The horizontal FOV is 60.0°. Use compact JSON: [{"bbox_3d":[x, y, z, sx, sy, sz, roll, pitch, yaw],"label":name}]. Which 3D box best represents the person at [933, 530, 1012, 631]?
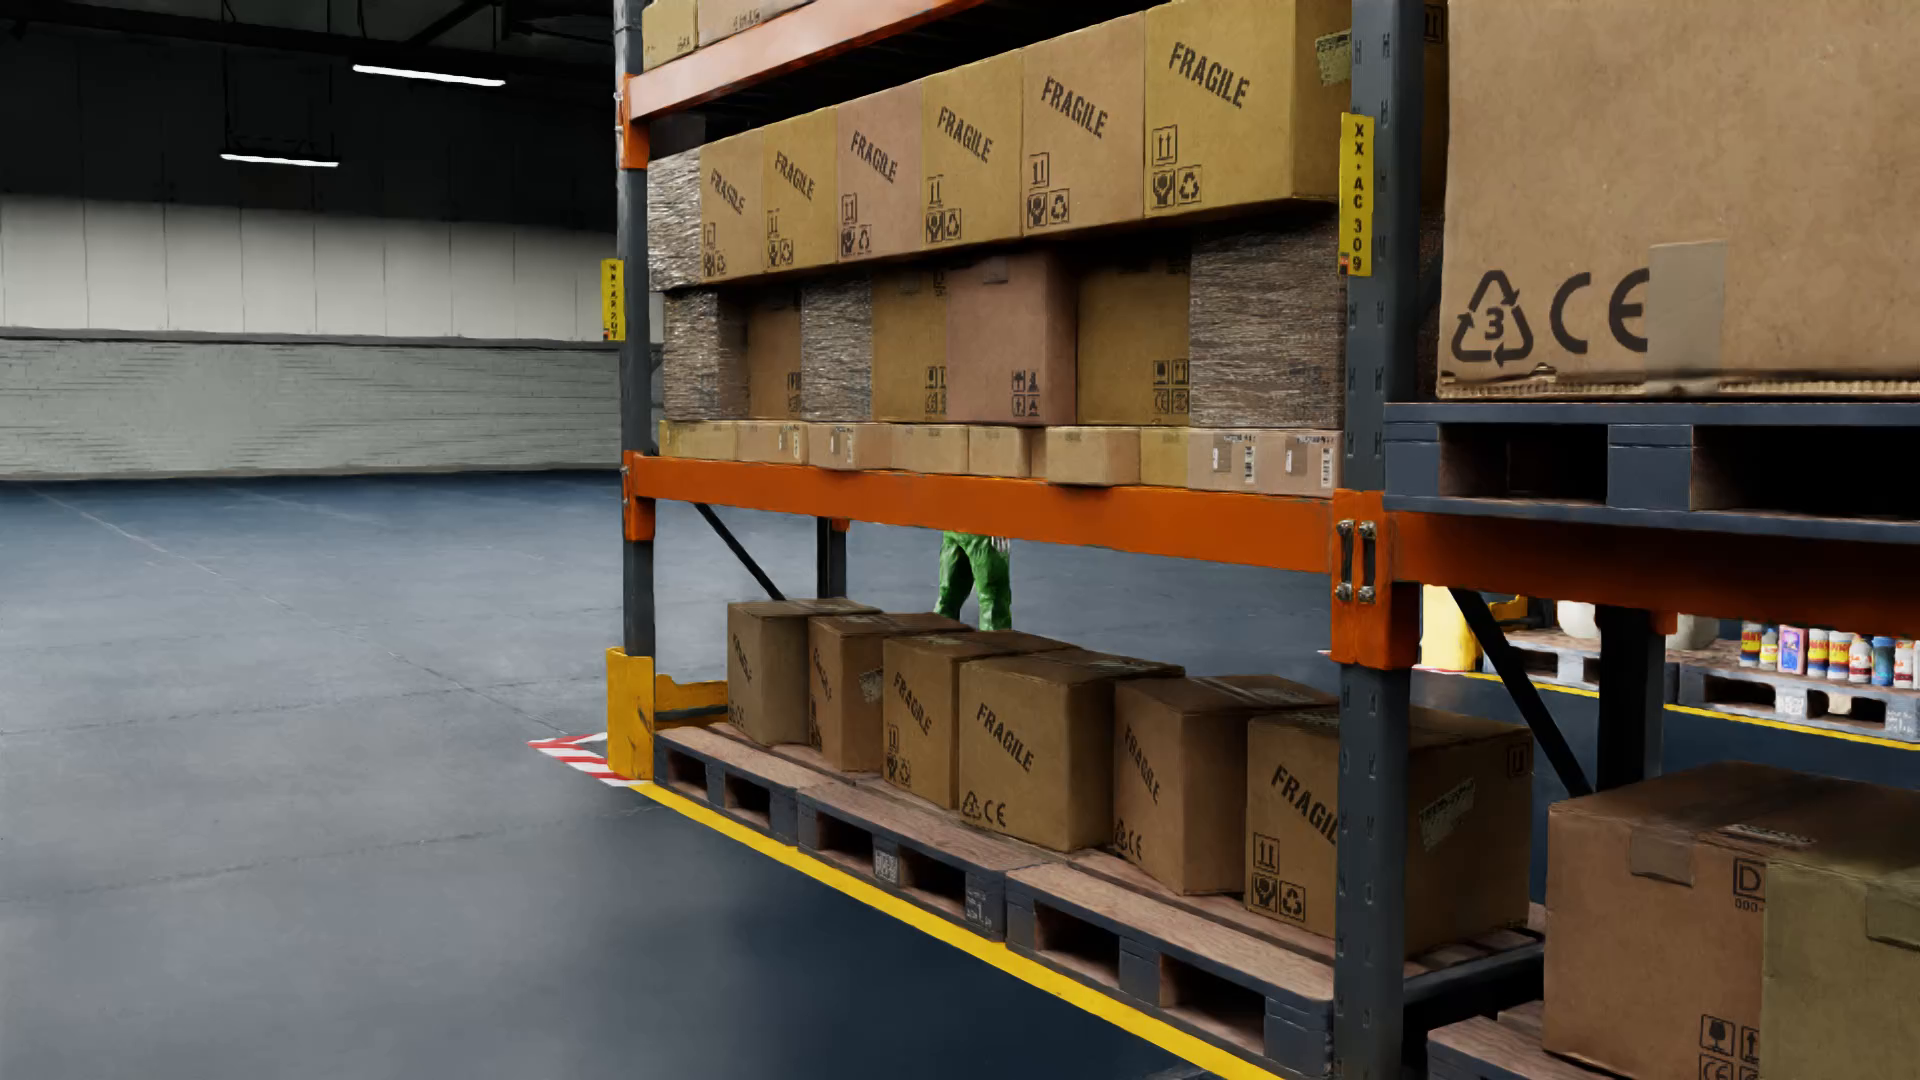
[{"bbox_3d":[0.154,-0.089,8.452,0.618,1.784,0.761,-1,5,-18],"label":"person"}]
